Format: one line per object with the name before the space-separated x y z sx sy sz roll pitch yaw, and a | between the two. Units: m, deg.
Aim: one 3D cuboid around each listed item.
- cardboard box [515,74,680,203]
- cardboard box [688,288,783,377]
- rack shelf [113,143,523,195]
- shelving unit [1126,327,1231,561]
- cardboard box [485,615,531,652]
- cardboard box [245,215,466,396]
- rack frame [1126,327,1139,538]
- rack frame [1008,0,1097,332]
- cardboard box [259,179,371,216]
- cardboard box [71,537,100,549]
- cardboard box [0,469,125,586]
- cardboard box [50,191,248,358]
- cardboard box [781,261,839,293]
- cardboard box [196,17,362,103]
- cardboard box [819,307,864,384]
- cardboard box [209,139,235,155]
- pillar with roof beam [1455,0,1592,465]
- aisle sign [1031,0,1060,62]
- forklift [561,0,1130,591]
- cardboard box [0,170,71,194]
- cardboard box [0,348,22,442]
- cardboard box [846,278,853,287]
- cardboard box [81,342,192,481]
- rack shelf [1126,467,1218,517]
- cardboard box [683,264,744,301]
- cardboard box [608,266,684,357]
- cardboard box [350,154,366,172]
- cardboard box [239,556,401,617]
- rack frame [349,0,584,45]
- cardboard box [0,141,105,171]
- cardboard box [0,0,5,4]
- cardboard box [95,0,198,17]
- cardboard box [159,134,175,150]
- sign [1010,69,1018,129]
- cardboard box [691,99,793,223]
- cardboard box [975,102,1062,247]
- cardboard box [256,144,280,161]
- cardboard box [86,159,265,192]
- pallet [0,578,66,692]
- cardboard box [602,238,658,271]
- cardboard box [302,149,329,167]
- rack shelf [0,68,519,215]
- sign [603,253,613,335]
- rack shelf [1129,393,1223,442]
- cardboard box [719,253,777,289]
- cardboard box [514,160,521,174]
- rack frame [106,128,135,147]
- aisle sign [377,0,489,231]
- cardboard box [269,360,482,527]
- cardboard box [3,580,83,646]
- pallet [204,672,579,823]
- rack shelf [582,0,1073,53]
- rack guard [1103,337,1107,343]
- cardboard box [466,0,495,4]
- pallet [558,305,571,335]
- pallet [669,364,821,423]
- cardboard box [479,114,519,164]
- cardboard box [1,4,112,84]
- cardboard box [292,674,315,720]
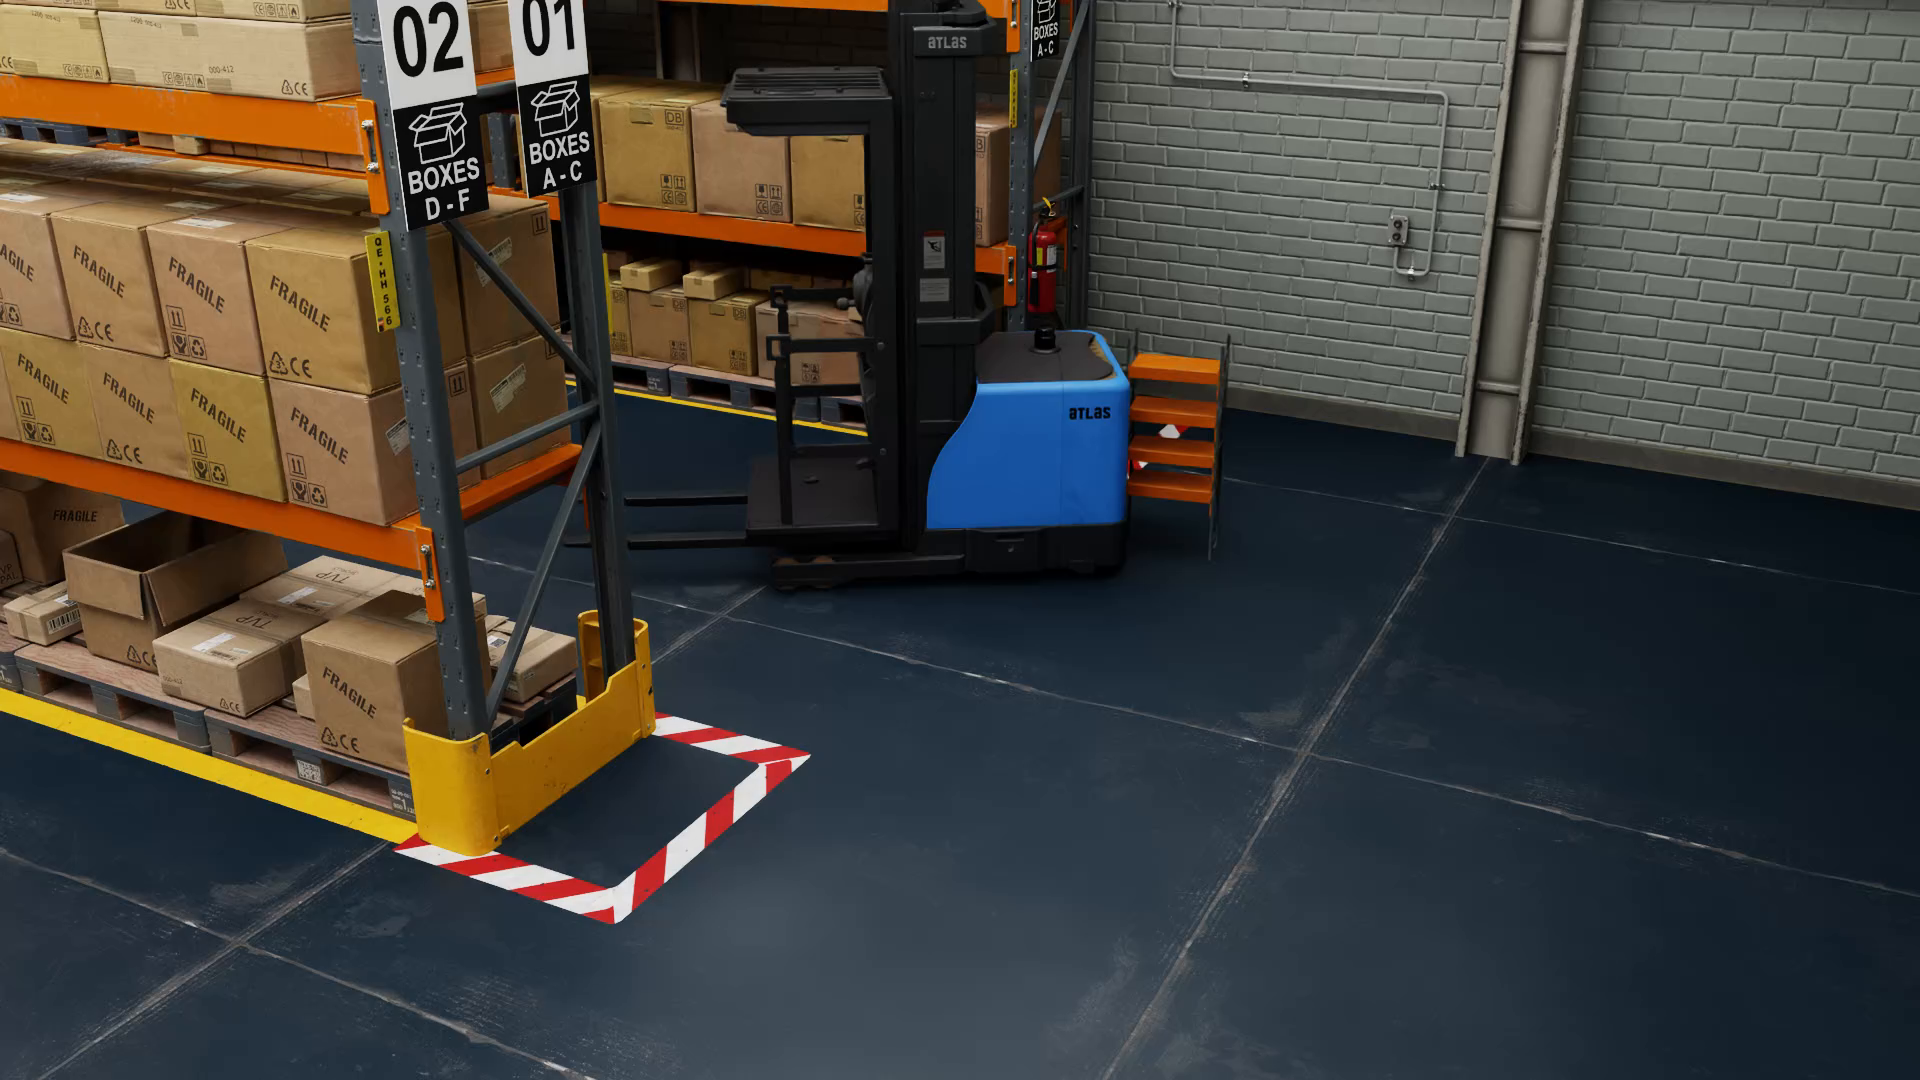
cardboard box | -2.523 -2.849 11.733 0.700 0.700 0.980 12 26 25
cardboard box | -1.475 -1.506 11.617 0.500 0.500 0.700 12 26 26
rack shelf | -4.784 -2.835 13.002 4.000 0.370 1.077 11 25 25
shelving unit | 1.145 -0.509 8.914 0.503 1.200 0.258 7 24 15
cardboard box | -2.103 0.488 7.328 0.250 0.166 0.380 11 25 25
cardboard box | -2.183 -0.864 6.044 0.500 0.500 0.500 11 25 24
rack frame | 0.911 -0.536 8.978 0.015 1.200 0.240 7 24 15
rack frame | 0.570 -2.106 10.370 0.127 3.000 1.000 11 25 25
cardboard box | -2.409 -1.142 6.696 0.500 0.500 0.500 11 26 25
cardboard box | -3.926 0.087 8.086 0.500 0.311 0.500 11 25 25
cardboard box | -4.595 -0.132 8.360 0.500 0.500 0.500 11 25 25
cardboard box | -3.099 -1.043 6.464 0.500 0.500 0.500 12 26 26
cardboard box | -1.030 -1.807 11.495 0.250 0.149 0.380 11 26 25
cardboard box | -2.239 -1.685 5.739 0.500 0.250 0.500 11 25 25
cardboard box | -0.546 -1.326 11.193 0.500 0.500 0.700 11 25 24
cardboard box | -5.680 -3.148 13.115 0.250 0.149 0.380 11 25 24
pillar with roof beam | 1.428 -3.189 5.249 0.400 9.000 9.100 11 25 25
aisle sign | 0.499 -3.185 9.585 0.004 0.787 0.394 11 25 25
forklift | -0.665 -1.302 8.567 3.031 2.935 1.130 -2 23 -4
cardboard box | -4.019 -1.224 6.891 0.500 0.500 0.500 10 25 23
cardboard box | -3.996 -0.764 7.086 0.500 0.500 0.500 11 25 24
cardboard box | -0.573 -1.718 11.284 0.250 0.149 0.380 11 26 25
cardboard box | -3.091 -0.586 6.667 0.500 0.500 0.500 11 26 25
rack shelf | 1.145 -0.264 9.018 0.480 0.148 0.258 7 24 15
cardboard box | -1.689 -1.770 11.407 0.250 0.149 0.380 10 25 23
cardboard box | -2.378 -1.688 12.043 0.500 0.500 0.700 12 26 25
cardboard box | -4.326 -2.857 12.431 0.250 0.149 0.380 11 25 25
cardboard box | -2.911 0.316 7.626 0.500 0.250 0.500 11 25 25
rack frame | -1.662 -3.136 5.126 0.127 3.000 1.000 11 25 25
cardboard box | -4.205 -1.499 7.538 0.500 0.500 0.500 11 25 24
cardboard box | -3.575 -2.182 6.269 0.500 0.250 0.500 11 25 25
cardboard box | -2.681 -2.007 5.856 0.500 0.250 0.500 11 25 25
cardboard box | -6.159 -3.226 13.298 0.250 0.149 0.380 12 26 25
sign | 0.313 -2.561 9.657 0.005 0.325 0.100 11 25 25
cardboard box | -1.220 -2.593 11.131 0.700 0.700 0.980 10 25 22
cardboard box | 0.111 -2.331 10.514 0.700 0.700 0.980 12 26 27
cardboard box | -5.219 -3.056 12.898 0.250 0.149 0.380 12 26 25
cardboard box | -3.307 -1.321 7.118 0.500 0.500 0.500 11 25 24
pallet | -4.619 0.323 8.221 1.213 0.211 1.003 11 25 25
cardboard box | -2.418 -2.081 12.139 0.250 0.149 0.380 11 25 24
cardboard box | -4.775 -2.957 12.667 0.250 0.149 0.380 12 26 26
rack shelf | -3.446 -1.778 6.684 4.000 0.370 1.077 11 25 25
sign | -1.417 -0.963 6.576 0.005 0.325 0.100 11 25 25
rack shelf | 1.145 -0.653 8.852 0.480 0.148 0.258 7 24 15
cardboard box | -1.487 -1.897 11.707 0.250 0.149 0.380 11 26 25
cardboard box | -3.209 -2.835 12.378 0.250 0.149 0.380 10 25 23
rack frame | -6.569 -3.519 13.691 0.127 3.000 1.000 11 25 25
aisle sign | -1.739 -1.453 5.511 0.004 0.787 0.394 11 25 25
cardboard box | -2.184 -0.405 6.243 0.500 0.500 0.500 12 26 26
cardboard box | -4.178 0.319 7.726 0.250 0.166 0.380 11 25 25
pallet | -2.441 0.754 7.207 1.213 0.211 1.003 11 25 25
rack shelf | -1.215 -3.509 10.754 4.000 0.370 1.077 11 25 25
rack guard | 0.592 -0.952 10.849 0.348 0.500 1.175 11 25 25
cardboard box | -2.003 -2.098 6.071 0.500 0.250 0.500 11 25 25
pallet | -3.722 -1.639 12.835 1.213 0.211 1.003 11 25 25
pallet | -1.263 -1.153 11.691 1.213 0.211 1.003 11 25 25
cardboard box | -3.525 -2.998 11.933 0.500 0.500 0.500 11 25 24
cardboard box | -3.132 -1.861 6.152 0.500 0.250 0.500 11 25 25
cardboard box | -2.579 0.613 7.034 0.250 0.166 0.380 11 25 25
